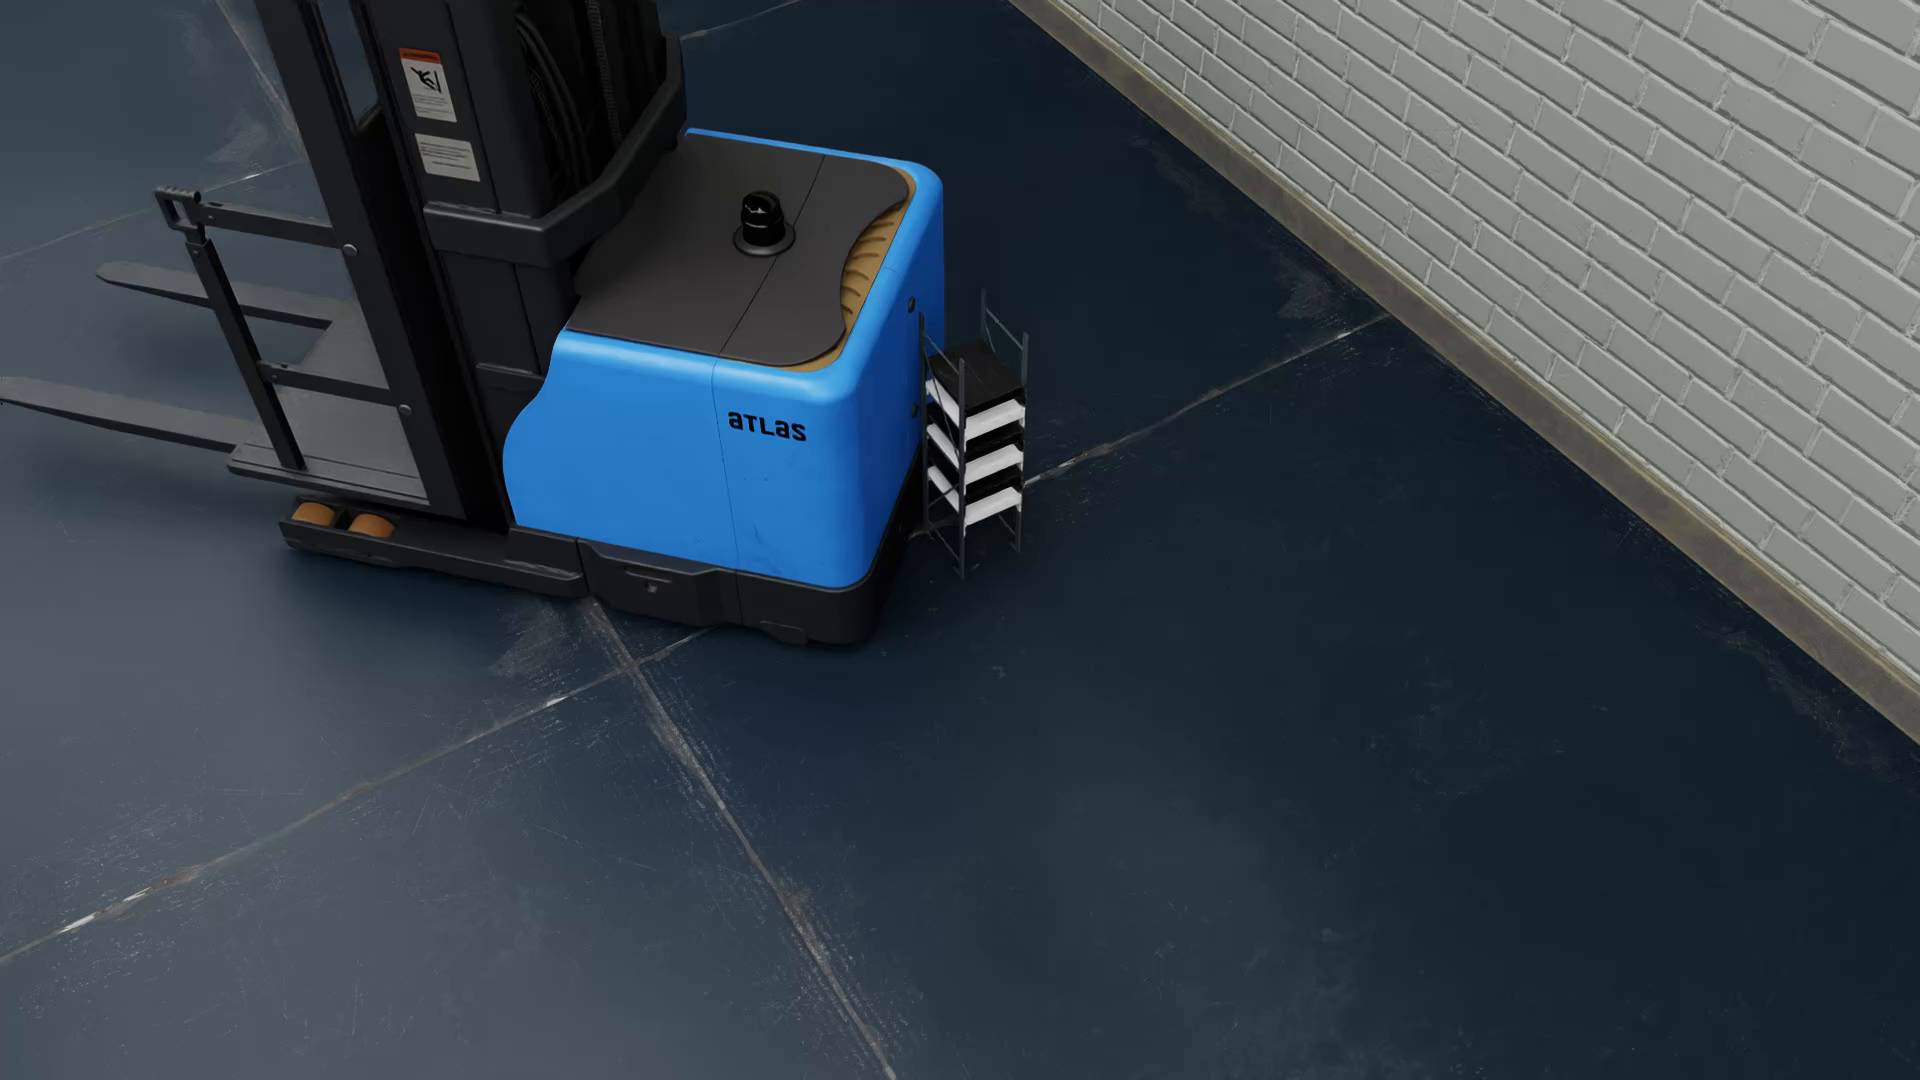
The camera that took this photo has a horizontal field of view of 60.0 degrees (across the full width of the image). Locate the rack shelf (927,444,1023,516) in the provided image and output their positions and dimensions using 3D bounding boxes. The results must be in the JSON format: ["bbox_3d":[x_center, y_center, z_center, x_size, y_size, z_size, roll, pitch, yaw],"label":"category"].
[{"bbox_3d":[0.037,-0.213,5.002,0.200,0.077,0.258,-24,53,-20],"label":"rack shelf"}]

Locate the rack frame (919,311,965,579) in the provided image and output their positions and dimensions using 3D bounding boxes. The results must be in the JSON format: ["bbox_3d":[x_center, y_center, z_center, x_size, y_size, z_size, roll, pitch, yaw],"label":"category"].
[{"bbox_3d":[-0.051,-0.256,4.875,0.006,0.900,0.240,-24,53,-20],"label":"rack frame"}]

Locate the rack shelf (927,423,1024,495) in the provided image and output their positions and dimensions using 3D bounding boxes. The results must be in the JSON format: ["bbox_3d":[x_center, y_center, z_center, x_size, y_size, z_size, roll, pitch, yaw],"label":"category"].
[{"bbox_3d":[0.037,-0.273,4.935,0.200,0.077,0.258,-24,53,-20],"label":"rack shelf"}]

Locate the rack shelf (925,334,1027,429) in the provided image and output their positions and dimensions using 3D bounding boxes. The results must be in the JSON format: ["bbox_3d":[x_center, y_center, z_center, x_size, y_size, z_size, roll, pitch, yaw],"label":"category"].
[{"bbox_3d":[0.037,-0.452,4.733,0.200,0.077,0.258,-24,53,-20],"label":"rack shelf"}]

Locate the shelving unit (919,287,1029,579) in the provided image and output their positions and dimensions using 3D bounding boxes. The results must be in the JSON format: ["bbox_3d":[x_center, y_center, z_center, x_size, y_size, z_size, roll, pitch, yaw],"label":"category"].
[{"bbox_3d":[0.037,-0.295,4.910,0.210,0.900,0.258,-24,53,-20],"label":"shelving unit"}]

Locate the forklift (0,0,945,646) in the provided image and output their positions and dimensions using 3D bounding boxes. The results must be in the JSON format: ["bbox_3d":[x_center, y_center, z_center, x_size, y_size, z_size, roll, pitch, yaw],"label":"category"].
[{"bbox_3d":[-1.609,-1.266,4.415,3.031,2.935,1.130,11,49,10],"label":"forklift"}]

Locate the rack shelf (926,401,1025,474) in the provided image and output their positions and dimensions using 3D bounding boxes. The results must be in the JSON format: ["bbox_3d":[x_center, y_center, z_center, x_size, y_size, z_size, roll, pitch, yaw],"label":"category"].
[{"bbox_3d":[0.037,-0.332,4.868,0.200,0.077,0.258,-24,53,-20],"label":"rack shelf"}]

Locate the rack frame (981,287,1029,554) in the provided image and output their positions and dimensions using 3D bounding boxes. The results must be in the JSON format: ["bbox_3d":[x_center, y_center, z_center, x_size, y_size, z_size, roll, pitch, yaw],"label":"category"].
[{"bbox_3d":[0.124,-0.333,4.944,0.006,0.900,0.240,-24,53,-20],"label":"rack frame"}]

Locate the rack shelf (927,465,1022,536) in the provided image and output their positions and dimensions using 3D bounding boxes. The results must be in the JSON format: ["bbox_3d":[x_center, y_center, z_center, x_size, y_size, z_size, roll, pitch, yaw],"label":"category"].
[{"bbox_3d":[0.037,-0.153,5.069,0.200,0.077,0.258,-24,53,-20],"label":"rack shelf"}]

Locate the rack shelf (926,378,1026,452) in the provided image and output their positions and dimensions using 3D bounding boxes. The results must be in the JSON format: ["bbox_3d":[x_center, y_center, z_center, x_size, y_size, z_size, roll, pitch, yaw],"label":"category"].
[{"bbox_3d":[0.037,-0.392,4.800,0.200,0.077,0.258,-24,53,-20],"label":"rack shelf"}]
